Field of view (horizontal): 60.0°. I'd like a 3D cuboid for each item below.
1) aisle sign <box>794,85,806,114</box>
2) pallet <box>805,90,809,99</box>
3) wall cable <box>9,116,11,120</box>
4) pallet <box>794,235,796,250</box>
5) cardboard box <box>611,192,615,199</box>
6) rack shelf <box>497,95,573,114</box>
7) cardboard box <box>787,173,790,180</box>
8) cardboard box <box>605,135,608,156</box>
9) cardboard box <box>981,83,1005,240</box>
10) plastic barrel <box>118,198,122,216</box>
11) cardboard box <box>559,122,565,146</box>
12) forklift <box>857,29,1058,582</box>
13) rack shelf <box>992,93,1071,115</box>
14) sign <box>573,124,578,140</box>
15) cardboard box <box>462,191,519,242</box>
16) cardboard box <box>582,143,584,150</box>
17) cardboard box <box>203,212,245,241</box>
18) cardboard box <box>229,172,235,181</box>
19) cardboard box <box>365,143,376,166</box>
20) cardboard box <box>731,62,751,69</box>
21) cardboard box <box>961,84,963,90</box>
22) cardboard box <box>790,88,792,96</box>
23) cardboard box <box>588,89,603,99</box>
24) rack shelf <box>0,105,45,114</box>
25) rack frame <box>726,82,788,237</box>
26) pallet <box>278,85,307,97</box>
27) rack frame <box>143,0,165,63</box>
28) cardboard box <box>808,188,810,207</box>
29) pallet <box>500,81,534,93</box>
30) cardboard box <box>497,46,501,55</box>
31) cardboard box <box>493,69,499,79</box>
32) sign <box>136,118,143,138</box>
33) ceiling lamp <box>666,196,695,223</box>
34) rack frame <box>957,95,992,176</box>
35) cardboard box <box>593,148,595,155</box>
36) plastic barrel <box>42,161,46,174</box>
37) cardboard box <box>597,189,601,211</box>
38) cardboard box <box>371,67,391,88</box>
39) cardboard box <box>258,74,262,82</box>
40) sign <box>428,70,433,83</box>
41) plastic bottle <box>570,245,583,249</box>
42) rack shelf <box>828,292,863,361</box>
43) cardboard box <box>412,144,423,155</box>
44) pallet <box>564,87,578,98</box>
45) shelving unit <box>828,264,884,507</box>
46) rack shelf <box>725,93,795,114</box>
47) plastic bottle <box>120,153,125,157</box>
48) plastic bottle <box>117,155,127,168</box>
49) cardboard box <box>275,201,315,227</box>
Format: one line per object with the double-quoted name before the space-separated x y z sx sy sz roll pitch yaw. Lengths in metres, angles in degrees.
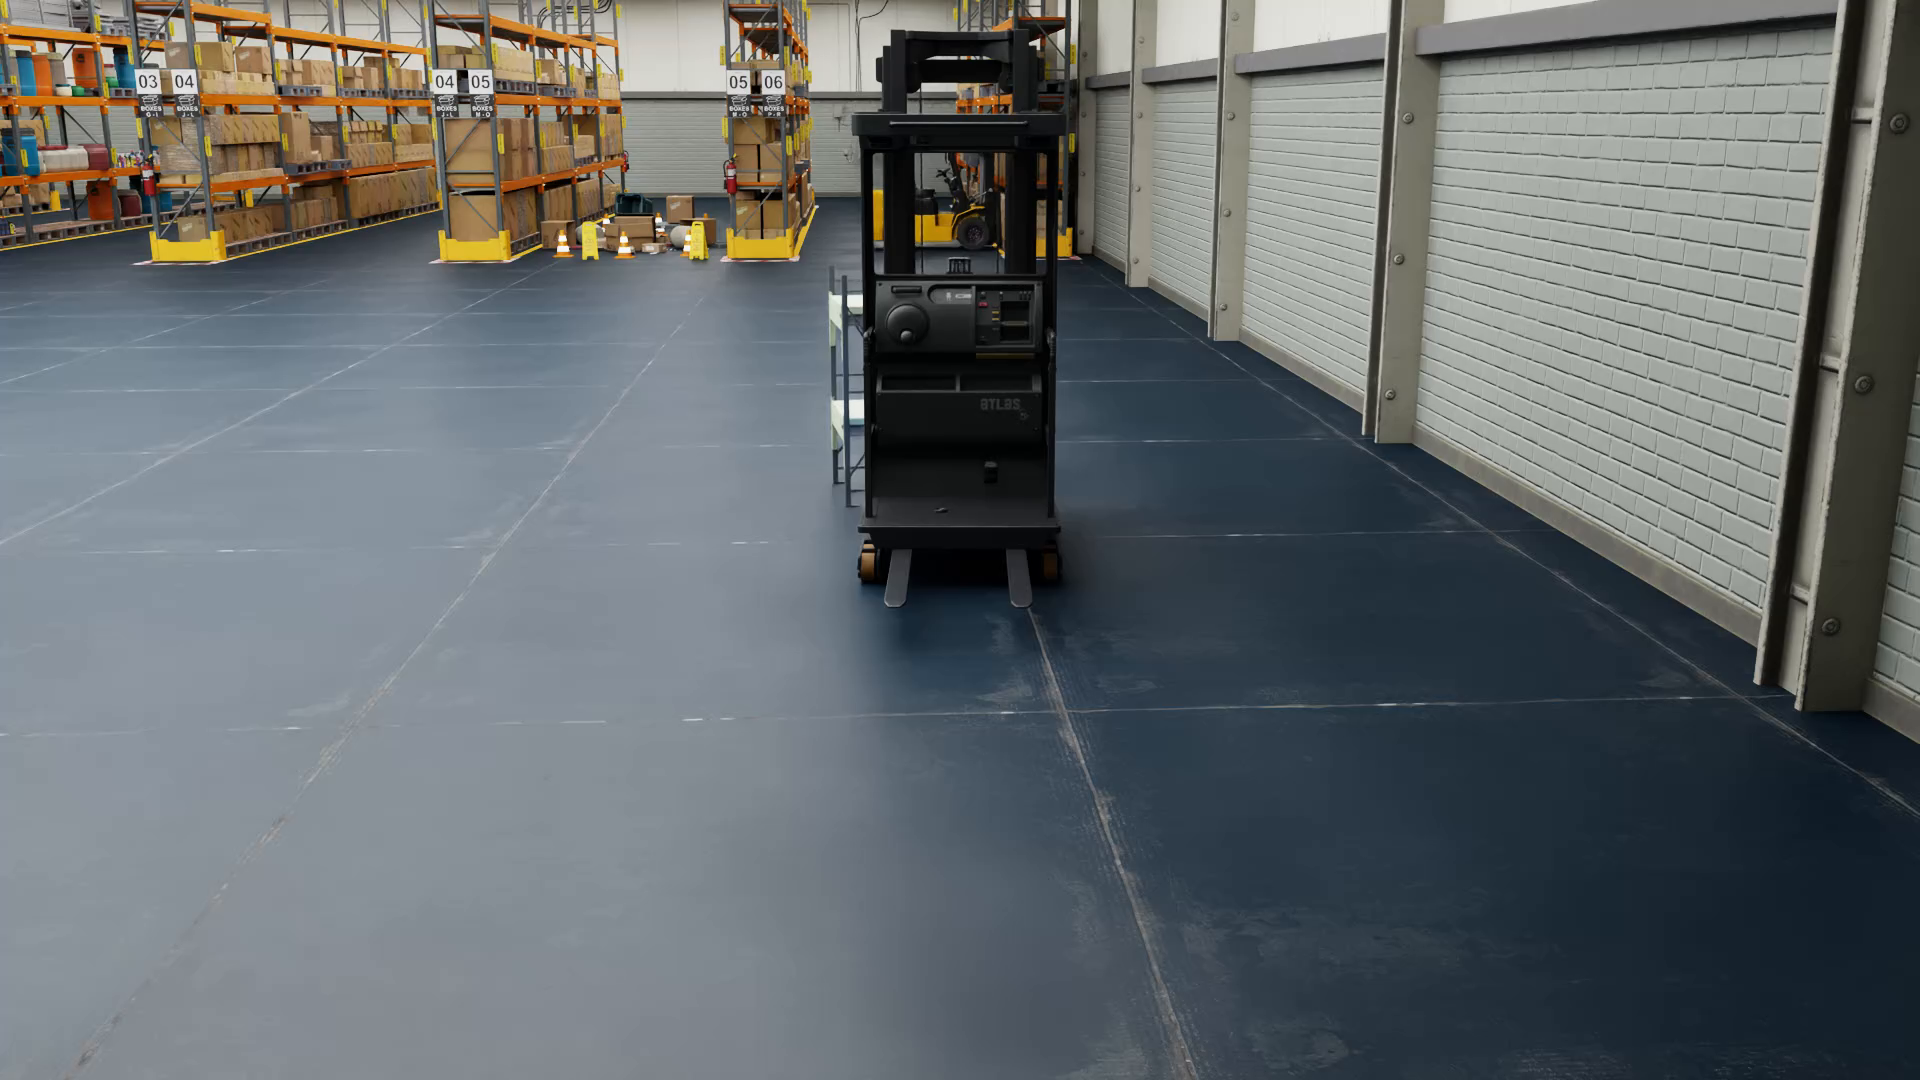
"aisle sign" -4.224 -11.731 44.383 0.394 0.787 0.004 -1 14 -3
"pallet" -4.472 -11.675 43.540 1.003 0.211 1.213 -1 14 -3
"wall cable" -29.245 -12.881 48.261 3.097 2.526 0.112 -1 14 -3
"pallet" -3.629 -5.644 31.538 1.003 0.211 1.213 -1 14 -3
"cardboard box" -9.024 -8.798 42.482 0.380 0.149 0.250 -1 14 -3
"rack shelf" -8.843 -8.965 34.274 1.077 0.370 4.000 -1 14 -3
"cardboard box" -3.287 -6.630 30.278 0.380 0.149 0.250 -1 14 -3
"cardboard box" -9.032 -9.795 41.280 0.500 0.500 0.500 -1 14 -3
"cardboard box" 1.166 -7.945 33.339 1.068 3.350 6.811 -1 14 -3
"plastic barrel" -19.039 -7.489 37.264 0.421 0.512 0.421 0 14 0
"cardboard box" -8.949 -8.779 35.920 0.700 0.500 0.500 -1 14 -4
"forklift" -0.007 -1.263 9.054 1.121 2.935 3.031 0 14 0
"rack shelf" 1.293 -8.149 31.104 1.077 0.370 4.000 -1 14 -3
"sign" -8.413 -8.928 36.384 0.100 0.325 0.005 -1 14 -3
"cardboard box" -8.636 -5.929 30.473 0.875 0.875 0.875 -1 14 -4
"cardboard box" -8.899 -9.095 38.418 0.380 0.149 0.250 0 14 -1
"cardboard box" -13.541 -5.770 30.605 0.500 0.500 0.500 0 14 2
"cardboard box" -13.249 -6.519 29.848 0.380 0.149 0.250 -1 14 -3
"cardboard box" -13.781 -8.860 38.242 0.500 0.500 0.500 -1 14 -3
"cardboard box" -3.853 -8.267 29.021 0.380 0.149 0.250 -1 14 -3
"cardboard box" 0.307 -11.555 42.599 0.500 0.250 0.500 -1 14 -4
"cardboard box" -3.461 -8.722 32.390 0.380 0.149 0.250 -1 14 -3
"cardboard box" -8.980 -10.852 40.466 0.500 0.250 0.500 0 14 -1
"rack shelf" -24.183 -10.751 41.216 1.077 0.370 4.000 -1 14 -3
"rack frame" -3.537 -6.470 29.153 1.000 3.000 0.127 -1 14 -3
"pallet" -13.608 -8.829 32.678 1.213 0.211 1.003 -1 14 -3
"rack frame" -19.112 -12.130 39.113 0.949 2.616 0.053 -1 14 -3
"cardboard box" -4.212 -8.575 41.633 0.875 0.438 0.875 -1 14 -4
"pallet" -8.679 -8.569 31.471 1.003 0.211 1.213 -1 14 -3
"cardboard box" -8.189 -8.488 28.836 0.380 0.149 0.250 -1 14 -3
"cardboard box" -8.173 -8.042 28.702 0.380 0.149 0.250 -1 14 -3
"sign" -13.983 -7.027 28.361 0.100 0.325 0.005 -1 14 -3
"ceiling lamp" -3.138 -6.554 22.965 4.116 5.489 20.412 -1 14 -3
"rack frame" 0.425 -10.527 44.920 1.000 3.000 0.127 -1 14 -3
"cardboard box" -8.993 -9.339 39.965 0.380 0.149 0.250 -1 14 -5
"plastic barrel" -18.548 -7.500 33.434 0.301 0.262 0.301 0 14 0
"cardboard box" -8.918 -8.166 39.917 0.500 0.500 0.500 -1 14 -5
"cardboard box" -14.280 -11.248 40.460 0.700 0.500 0.500 -2 15 -7
"cardboard box" -13.340 -8.680 31.223 0.380 0.149 0.250 -2 15 -6
"sign" -13.877 -12.144 43.569 0.100 0.325 0.005 -1 14 -3
"plastic bottle" -7.187 -5.514 31.336 0.283 0.061 0.133 -6 16 -23
"rack shelf" -0.618 -1.419 10.966 0.431 0.370 0.720 -3 15 -10
"cardboard box" -14.062 -9.999 42.571 0.500 0.250 0.500 -1 14 -5
"pallet" -8.874 -9.560 35.522 1.213 0.211 1.003 0 14 -1
"shelving unit" -0.618 -1.041 11.063 0.431 1.500 0.755 -3 15 -10
"rack shelf" -3.661 -8.072 30.802 1.077 0.370 4.000 -1 14 -3
"plastic bottle" -19.409 -8.814 38.511 0.152 0.276 0.135 -1 14 -3
"plastic bottle" -18.600 -8.398 36.895 0.152 0.276 0.135 -1 14 -3
"cardboard box" -13.738 -6.726 34.280 0.700 0.500 0.500 -2 15 -8
